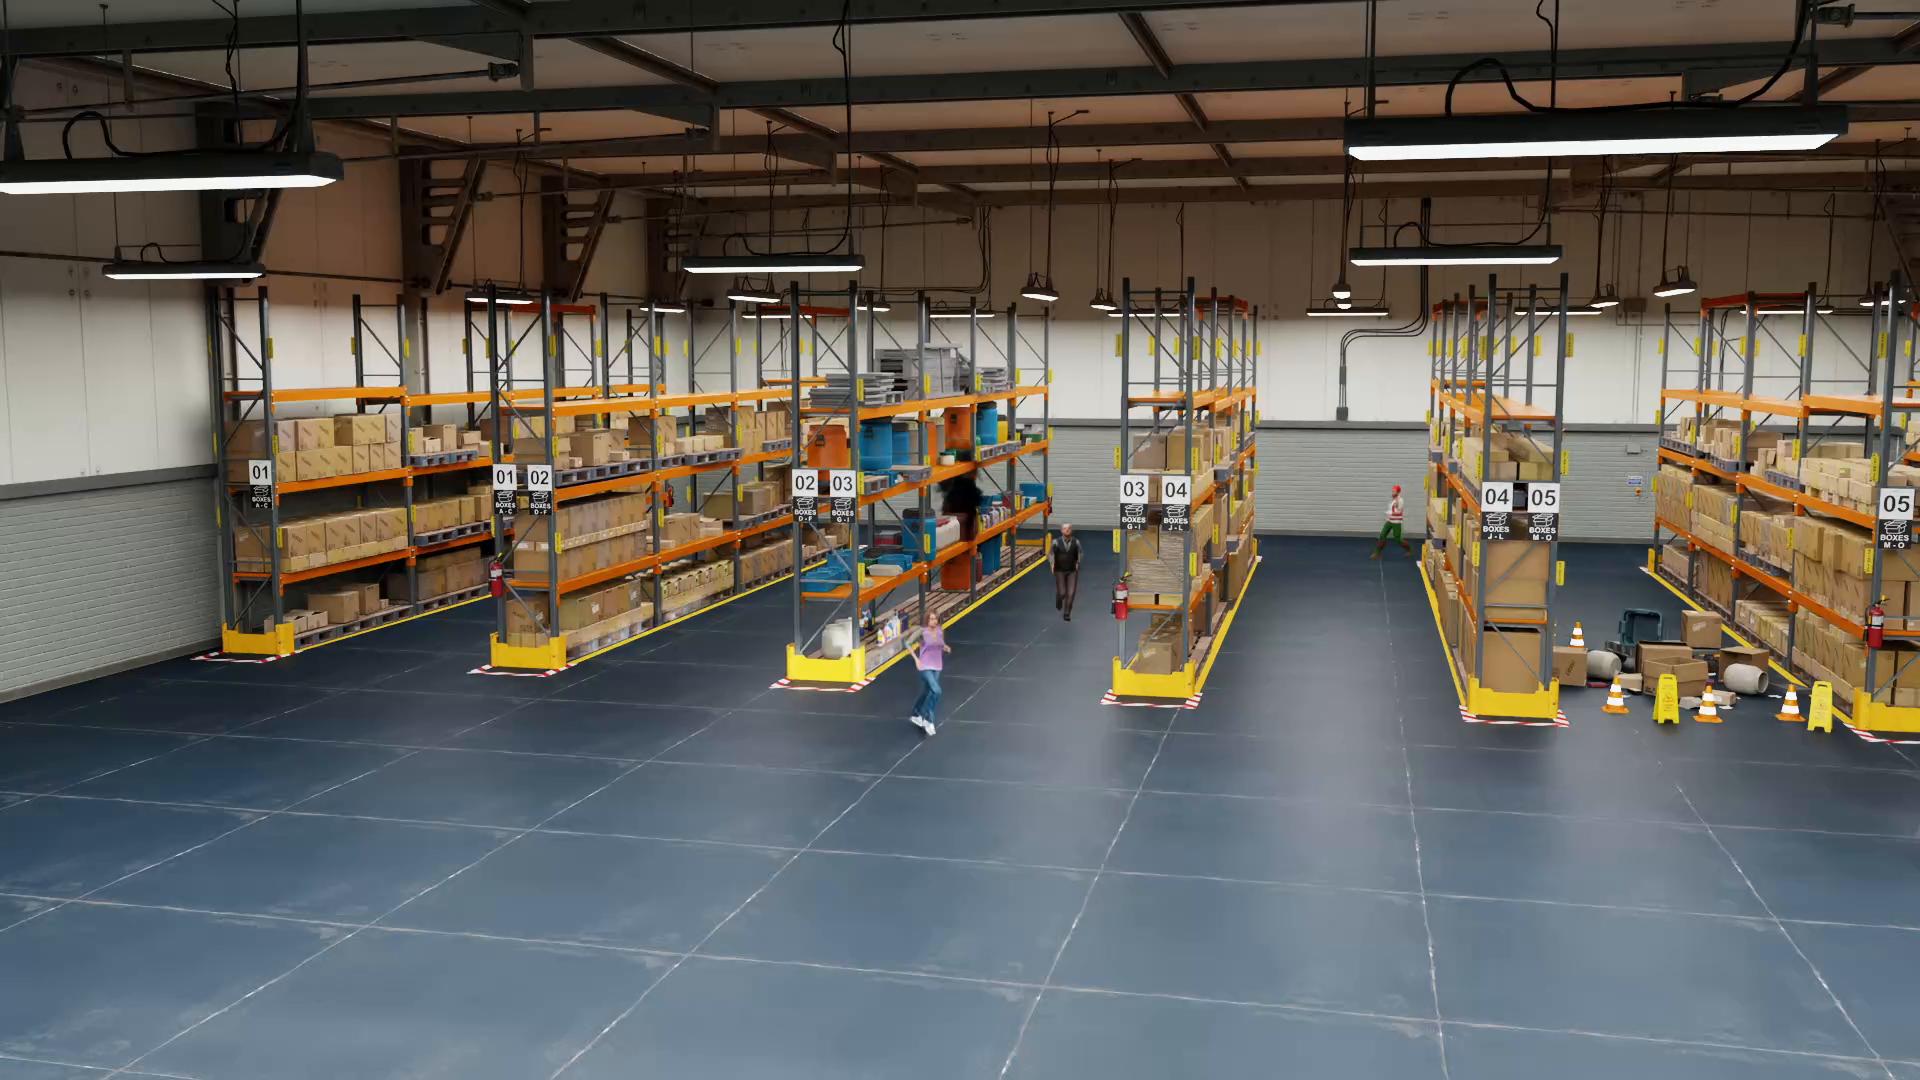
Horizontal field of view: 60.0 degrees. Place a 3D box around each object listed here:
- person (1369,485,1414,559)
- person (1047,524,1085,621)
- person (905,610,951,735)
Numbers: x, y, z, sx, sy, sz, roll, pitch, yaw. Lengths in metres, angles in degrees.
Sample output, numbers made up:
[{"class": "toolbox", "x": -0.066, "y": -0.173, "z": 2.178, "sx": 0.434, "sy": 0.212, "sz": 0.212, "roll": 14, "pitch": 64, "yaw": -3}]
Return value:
[{"class": "person", "x": 10.298, "y": -0.415, "z": 39.437, "sx": 1.008, "sy": 1.779, "sz": 0.674, "roll": -1, "pitch": 7, "yaw": -10}, {"class": "person", "x": 1.849, "y": 0.553, "z": 29.001, "sx": 0.659, "sy": 1.690, "sz": 0.586, "roll": -1, "pitch": 7, "yaw": -5}, {"class": "person", "x": -0.390, "y": 1.726, "z": 21.789, "sx": 0.506, "sy": 1.640, "sz": 0.700, "roll": -6, "pitch": 9, "yaw": -42}]
